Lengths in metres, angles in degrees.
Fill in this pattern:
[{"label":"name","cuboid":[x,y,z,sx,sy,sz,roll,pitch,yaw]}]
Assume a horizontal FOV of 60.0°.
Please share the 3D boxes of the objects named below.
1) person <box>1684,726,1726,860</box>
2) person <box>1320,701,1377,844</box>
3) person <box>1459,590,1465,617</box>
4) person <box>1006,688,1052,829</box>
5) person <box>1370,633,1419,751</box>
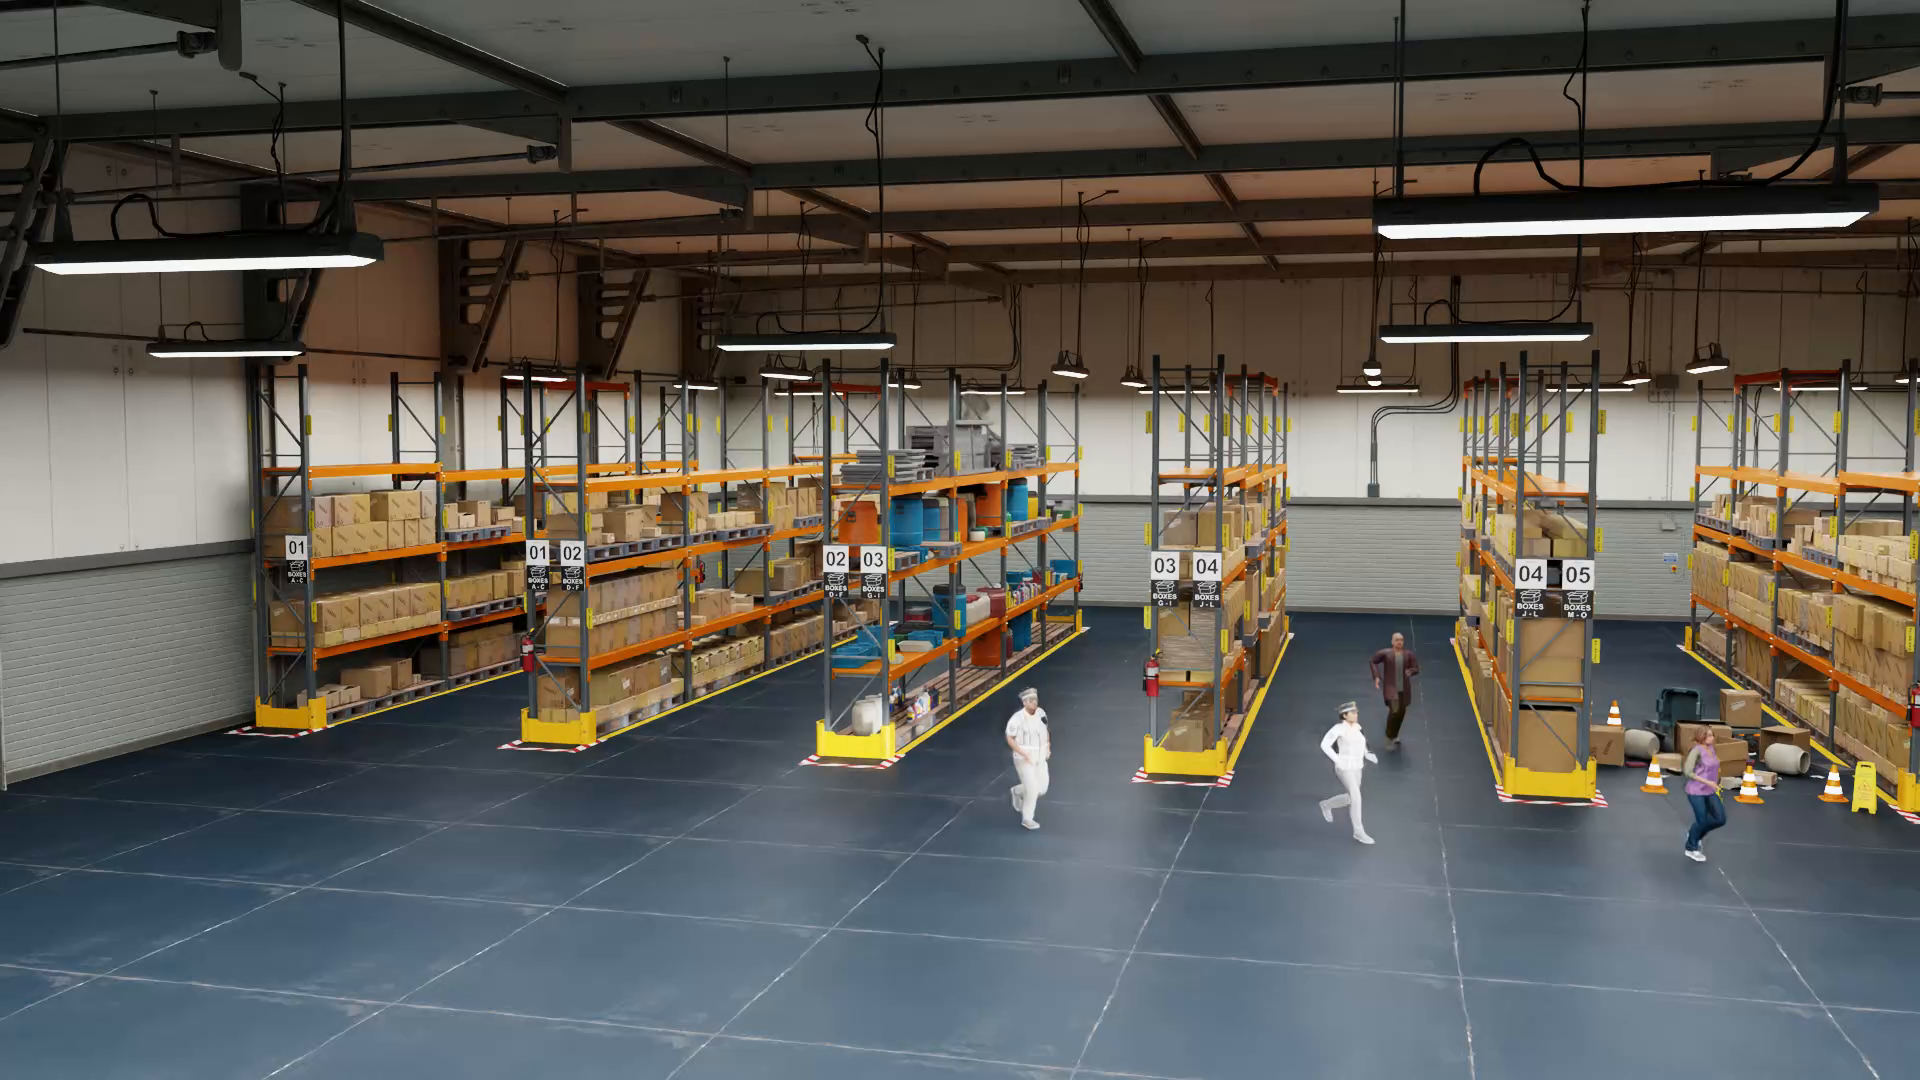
[{"label":"person","cuboid":[8.528,2.905,19.043,0.541,1.565,0.517,-2,5,-29]},{"label":"person","cuboid":[4.684,2.783,20.186,0.618,1.696,0.842,-3,5,-40]},{"label":"person","cuboid":[12.178,1.434,39.200,0.767,1.745,0.708,0,4,7]},{"label":"person","cuboid":[0.846,2.701,20.790,0.675,1.756,0.648,-3,5,-36]},{"label":"person","cuboid":[6.752,2.347,25.737,0.671,1.823,0.798,0,4,-6]}]
